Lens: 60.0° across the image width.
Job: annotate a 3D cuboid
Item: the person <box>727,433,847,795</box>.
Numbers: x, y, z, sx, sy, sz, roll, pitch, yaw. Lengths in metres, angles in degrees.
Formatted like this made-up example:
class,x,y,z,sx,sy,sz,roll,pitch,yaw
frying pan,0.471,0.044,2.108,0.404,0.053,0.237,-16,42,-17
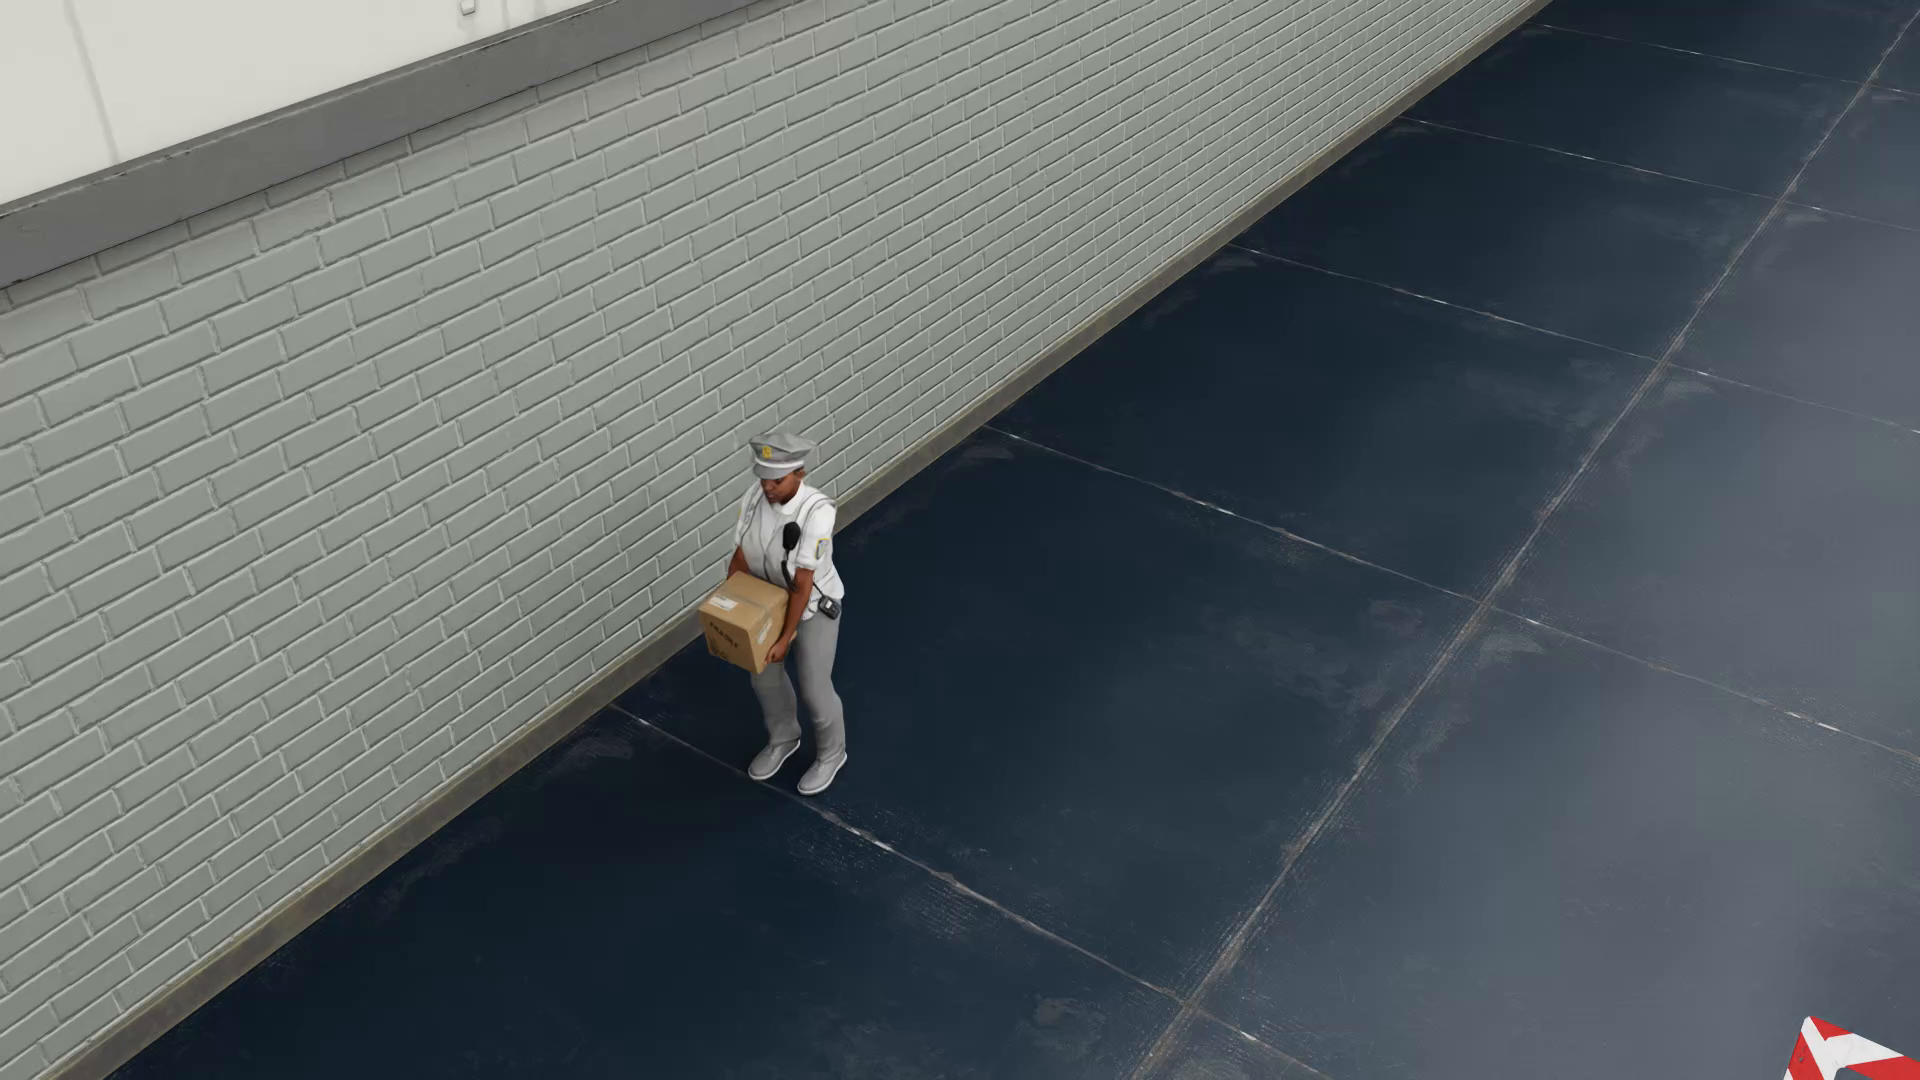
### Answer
class,x,y,z,sx,sy,sz,roll,pitch,yaw
person,-0.713,0.314,6.683,0.416,1.683,0.530,21,40,27
